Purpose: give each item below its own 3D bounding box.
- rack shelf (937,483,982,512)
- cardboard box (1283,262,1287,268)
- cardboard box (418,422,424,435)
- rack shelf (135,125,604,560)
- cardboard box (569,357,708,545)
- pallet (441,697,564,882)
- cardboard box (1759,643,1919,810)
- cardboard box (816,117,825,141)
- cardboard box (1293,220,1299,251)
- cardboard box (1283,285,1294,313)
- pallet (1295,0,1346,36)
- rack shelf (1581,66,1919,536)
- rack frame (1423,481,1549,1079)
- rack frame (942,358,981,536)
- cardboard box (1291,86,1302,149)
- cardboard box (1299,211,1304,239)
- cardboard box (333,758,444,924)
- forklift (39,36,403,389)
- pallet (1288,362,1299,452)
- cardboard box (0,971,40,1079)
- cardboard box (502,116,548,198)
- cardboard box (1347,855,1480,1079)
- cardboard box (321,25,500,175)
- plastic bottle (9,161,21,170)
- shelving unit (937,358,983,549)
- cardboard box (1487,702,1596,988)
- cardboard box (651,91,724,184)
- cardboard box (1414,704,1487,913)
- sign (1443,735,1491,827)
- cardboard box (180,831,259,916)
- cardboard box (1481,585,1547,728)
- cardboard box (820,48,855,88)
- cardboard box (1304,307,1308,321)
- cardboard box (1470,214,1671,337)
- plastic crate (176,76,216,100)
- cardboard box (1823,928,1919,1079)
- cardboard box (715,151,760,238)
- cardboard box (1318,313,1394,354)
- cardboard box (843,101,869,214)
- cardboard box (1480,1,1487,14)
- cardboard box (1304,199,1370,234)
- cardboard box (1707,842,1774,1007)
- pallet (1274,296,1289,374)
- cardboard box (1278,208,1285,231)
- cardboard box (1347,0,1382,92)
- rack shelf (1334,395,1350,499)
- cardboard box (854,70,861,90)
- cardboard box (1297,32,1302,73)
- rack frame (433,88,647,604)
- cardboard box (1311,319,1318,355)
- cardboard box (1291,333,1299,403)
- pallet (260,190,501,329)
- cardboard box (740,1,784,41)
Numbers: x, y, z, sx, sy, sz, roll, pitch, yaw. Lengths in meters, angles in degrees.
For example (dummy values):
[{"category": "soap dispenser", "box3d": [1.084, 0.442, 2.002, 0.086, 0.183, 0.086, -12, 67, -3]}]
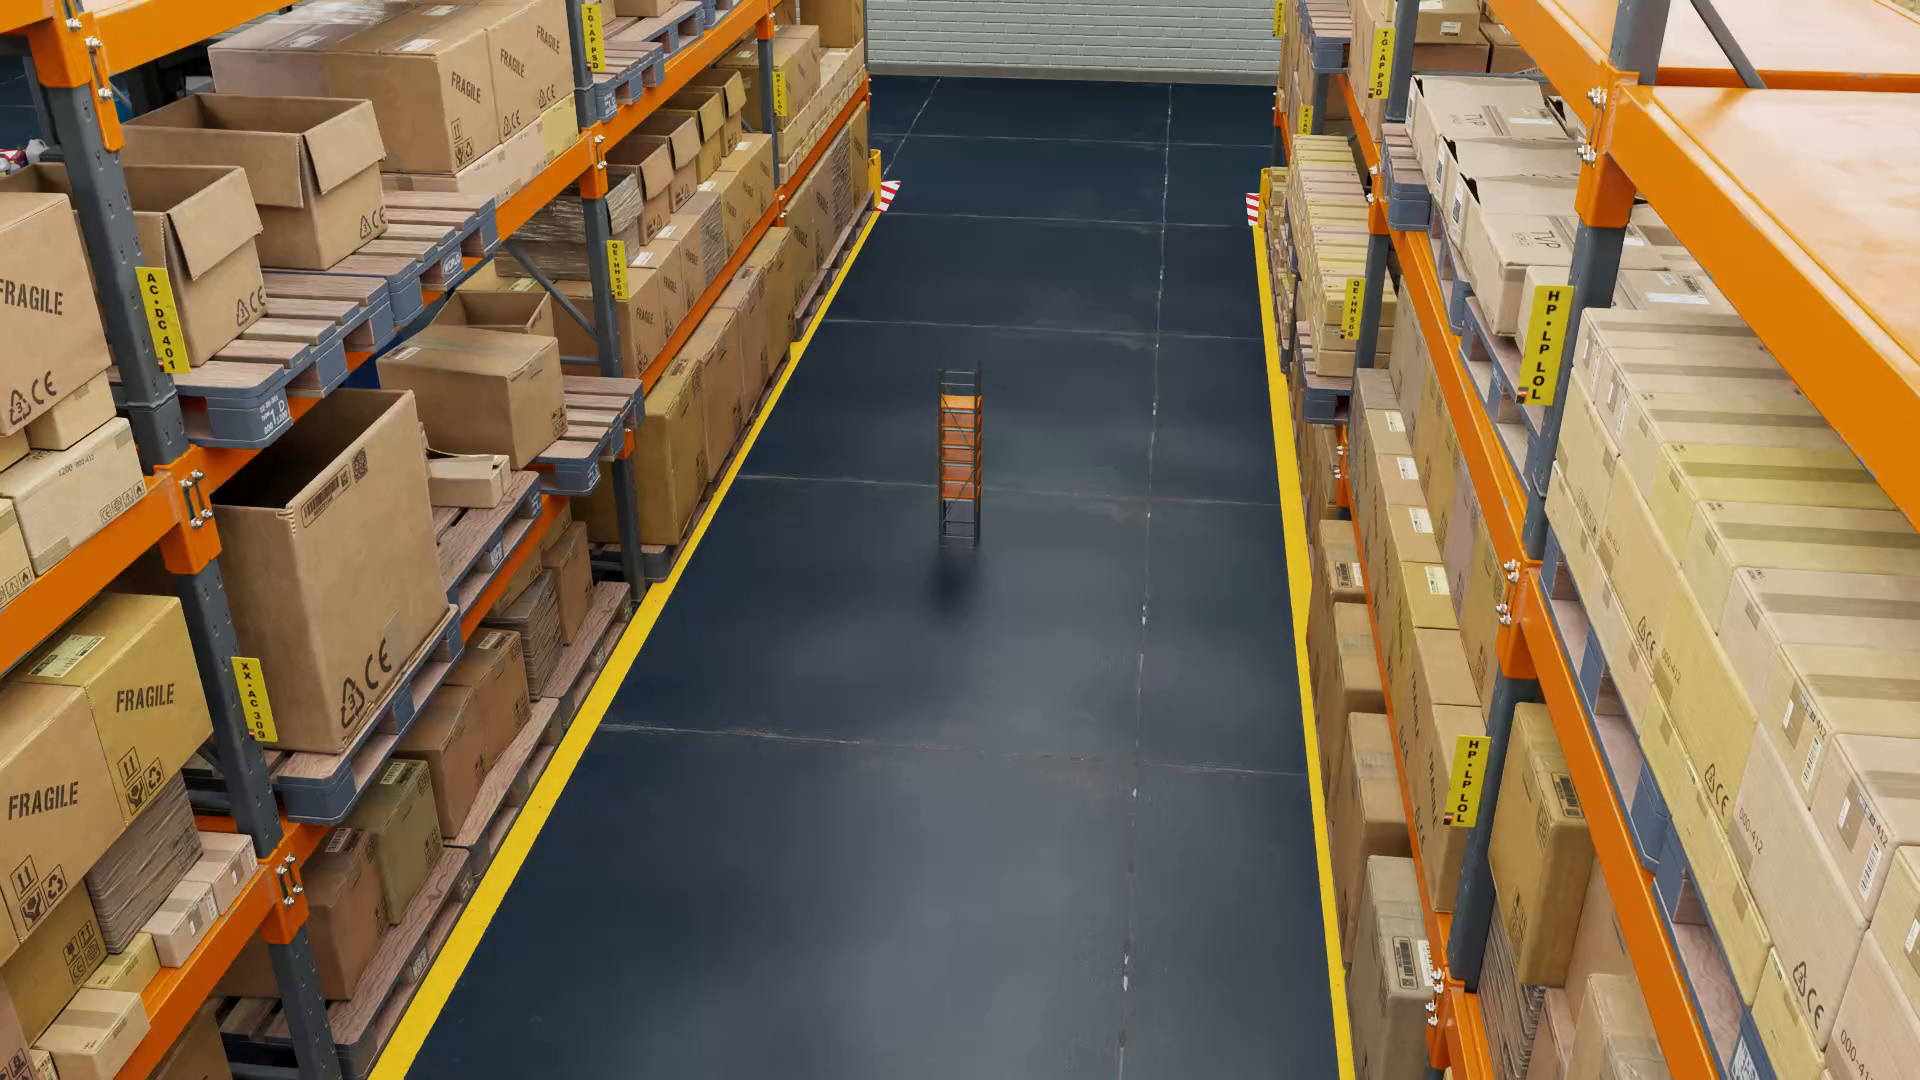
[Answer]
[{"category": "rack shelf", "box3d": [-0.002, -0.271, 10.380, 0.258, 0.103, 0.180, 3, 28, 6]}, {"category": "cardboard box", "box3d": [2.956, -2.289, 14.192, 0.380, 0.149, 0.250, 4, 29, 7]}, {"category": "cardboard box", "box3d": [-2.814, -0.345, 7.735, 0.500, 0.250, 0.500, 3, 28, 5]}, {"category": "rack shelf", "box3d": [-2.625, -1.064, 6.951, 1.077, 0.370, 4.000, 3, 28, 6]}, {"category": "cardboard box", "box3d": [-2.275, -0.575, 10.244, 1.225, 0.875, 0.875, 2, 28, 4]}, {"category": "pallet", "box3d": [-2.629, 1.166, 8.155, 1.003, 0.211, 1.213, 3, 28, 6]}, {"category": "cardboard box", "box3d": [1.472, 0.295, 2.546, 0.380, 0.149, 0.250, 3, 28, 6]}, {"category": "cardboard box", "box3d": [-1.365, -3.504, 14.149, 0.380, 0.149, 0.250, 4, 29, 7]}, {"category": "cardboard box", "box3d": [2.390, -1.978, 10.874, 0.380, 0.149, 0.250, 2, 28, 4]}, {"category": "cardboard box", "box3d": [2.764, -1.904, 13.164, 0.380, 0.149, 0.250, 2, 28, 4]}, {"category": "pallet", "box3d": [2.839, -3.502, 10.916, 1.213, 0.211, 1.003, 3, 28, 6]}, {"category": "rack shelf", "box3d": [1.795, 0.010, 2.216, 1.077, 0.370, 4.000, 3, 28, 6]}, {"category": "rack frame", "box3d": [2.040, 1.217, 5.121, 1.000, 3.000, 0.127, 3, 28, 6]}, {"category": "rack frame", "box3d": [0.009, -0.564, 10.325, 0.240, 1.200, 0.006, 3, 28, 6]}, {"category": "cardboard box", "box3d": [2.864, -3.212, 12.923, 0.500, 0.500, 0.500, 3, 28, 5]}, {"category": "cardboard box", "box3d": [2.360, -1.978, 10.559, 0.380, 0.149, 0.250, 3, 28, 5]}, {"category": "cardboard box", "box3d": [-2.696, 1.277, 7.182, 0.700, 0.500, 0.500, 3, 28, 6]}, {"category": "forklift", "box3d": [-4.565, -1.425, 10.098, 1.130, 2.935, 3.031, 3, 28, 5]}, {"category": "pallet", "box3d": [2.926, -0.955, 12.092, 1.003, 0.211, 1.213, 3, 28, 6]}, {"category": "cardboard box", "box3d": [-3.044, 1.389, 4.383, 0.875, 0.500, 0.500, 3, 28, 6]}, {"category": "cardboard box", "box3d": [-2.242, -1.784, 7.686, 0.500, 0.250, 0.500, 3, 28, 6]}, {"category": "cardboard box", "box3d": [2.027, 1.725, 6.107, 1.050, 0.750, 0.750, 3, 28, 6]}, {"category": "cardboard box", "box3d": [-2.318, -1.873, 7.061, 0.500, 0.500, 0.500, 4, 29, 7]}, {"category": "plastic bottle", "box3d": [-7.286, -2.819, 12.822, 0.097, 0.201, 0.097, 0, 28, 0]}, {"category": "shelving unit", "box3d": [-0.002, -0.521, 10.245, 0.258, 1.200, 0.189, 3, 28, 6]}, {"category": "cardboard box", "box3d": [1.961, 0.847, 4.510, 0.875, 0.550, 0.550, 3, 28, 6]}, {"category": "cardboard box", "box3d": [-2.055, -2.747, 11.315, 0.797, 0.503, 0.637, 4, 29, 7]}, {"category": "cardboard box", "box3d": [1.839, 0.912, 5.582, 0.500, 0.500, 0.500, 3, 28, 6]}, {"category": "sign", "box3d": [1.500, 0.715, 4.915, 0.100, 0.325, 0.005, 3, 28, 6]}, {"category": "cardboard box", "box3d": [-2.605, 1.110, 5.584, 0.380, 0.149, 0.250, 3, 28, 6]}, {"category": "cardboard box", "box3d": [2.095, 0.499, 5.294, 0.700, 0.500, 0.500, 3, 28, 5]}, {"category": "cardboard box", "box3d": [-1.259, -4.350, 15.299, 0.500, 0.250, 0.500, 3, 28, 5]}, {"category": "cardboard box", "box3d": [2.605, -1.380, 11.343, 0.500, 0.250, 0.500, 4, 29, 8]}, {"category": "cardboard box", "box3d": [1.973, -0.861, 5.424, 0.500, 0.250, 0.500, 3, 28, 6]}, {"category": "plastic crate", "box3d": [-6.447, -3.633, 13.992, 0.402, 0.464, 0.583, 3, 28, 6]}, {"category": "cardboard box", "box3d": [1.457, 0.767, 2.089, 0.500, 0.250, 0.500, 3, 28, 6]}, {"category": "cardboard box", "box3d": [-1.744, -2.460, 11.841, 0.500, 0.500, 0.500, 4, 29, 8]}, {"category": "cardboard box", "box3d": [2.139, -1.130, 8.986, 0.380, 0.149, 0.250, 4, 29, 7]}, {"category": "cardboard box", "box3d": [-1.399, -3.711, 16.065, 0.875, 0.875, 0.875, 3, 28, 6]}, {"category": "cardboard box", "box3d": [2.909, -2.907, 8.700, 0.396, 0.266, 0.258, 3, 28, 6]}, {"category": "cardboard box", "box3d": [2.329, -1.991, 10.269, 0.380, 0.149, 0.250, 4, 29, 8]}, {"category": "cardboard box", "box3d": [1.472, 0.646, 2.735, 0.380, 0.149, 0.250, 4, 29, 7]}, {"category": "pallet", "box3d": [3.068, -1.639, 13.363, 1.003, 0.211, 1.213, 3, 28, 6]}, {"category": "cardboard box", "box3d": [2.967, -2.776, 14.468, 0.380, 0.149, 0.250, 4, 29, 7]}, {"category": "cardboard box", "box3d": [2.462, -2.785, 9.282, 0.500, 0.500, 0.500, 3, 28, 6]}, {"category": "rack shelf", "box3d": [2.775, -1.291, 10.534, 1.077, 0.370, 4.000, 3, 28, 6]}, {"category": "cardboard box", "box3d": [-1.147, -4.348, 15.715, 0.380, 0.149, 0.250, 4, 29, 7]}, {"category": "cardboard box", "box3d": [2.944, -3.885, 13.117, 0.500, 0.500, 0.500, 4, 29, 8]}, {"category": "rack frame", "box3d": [-2.380, -1.002, 9.239, 1.000, 3.000, 0.127, 3, 28, 6]}, {"category": "cardboard box", "box3d": [2.167, -1.116, 9.273, 0.380, 0.149, 0.250, 3, 28, 6]}, {"category": "cardboard box", "box3d": [2.667, -1.301, 11.987, 0.500, 0.500, 0.500, 4, 29, 8]}, {"category": "pallet", "box3d": [-2.565, -1.130, 6.512, 1.213, 0.211, 1.003, 3, 28, 6]}, {"category": "cardboard box", "box3d": [-1.845, -4.473, 14.736, 0.500, 0.500, 0.500, 3, 28, 5]}]
